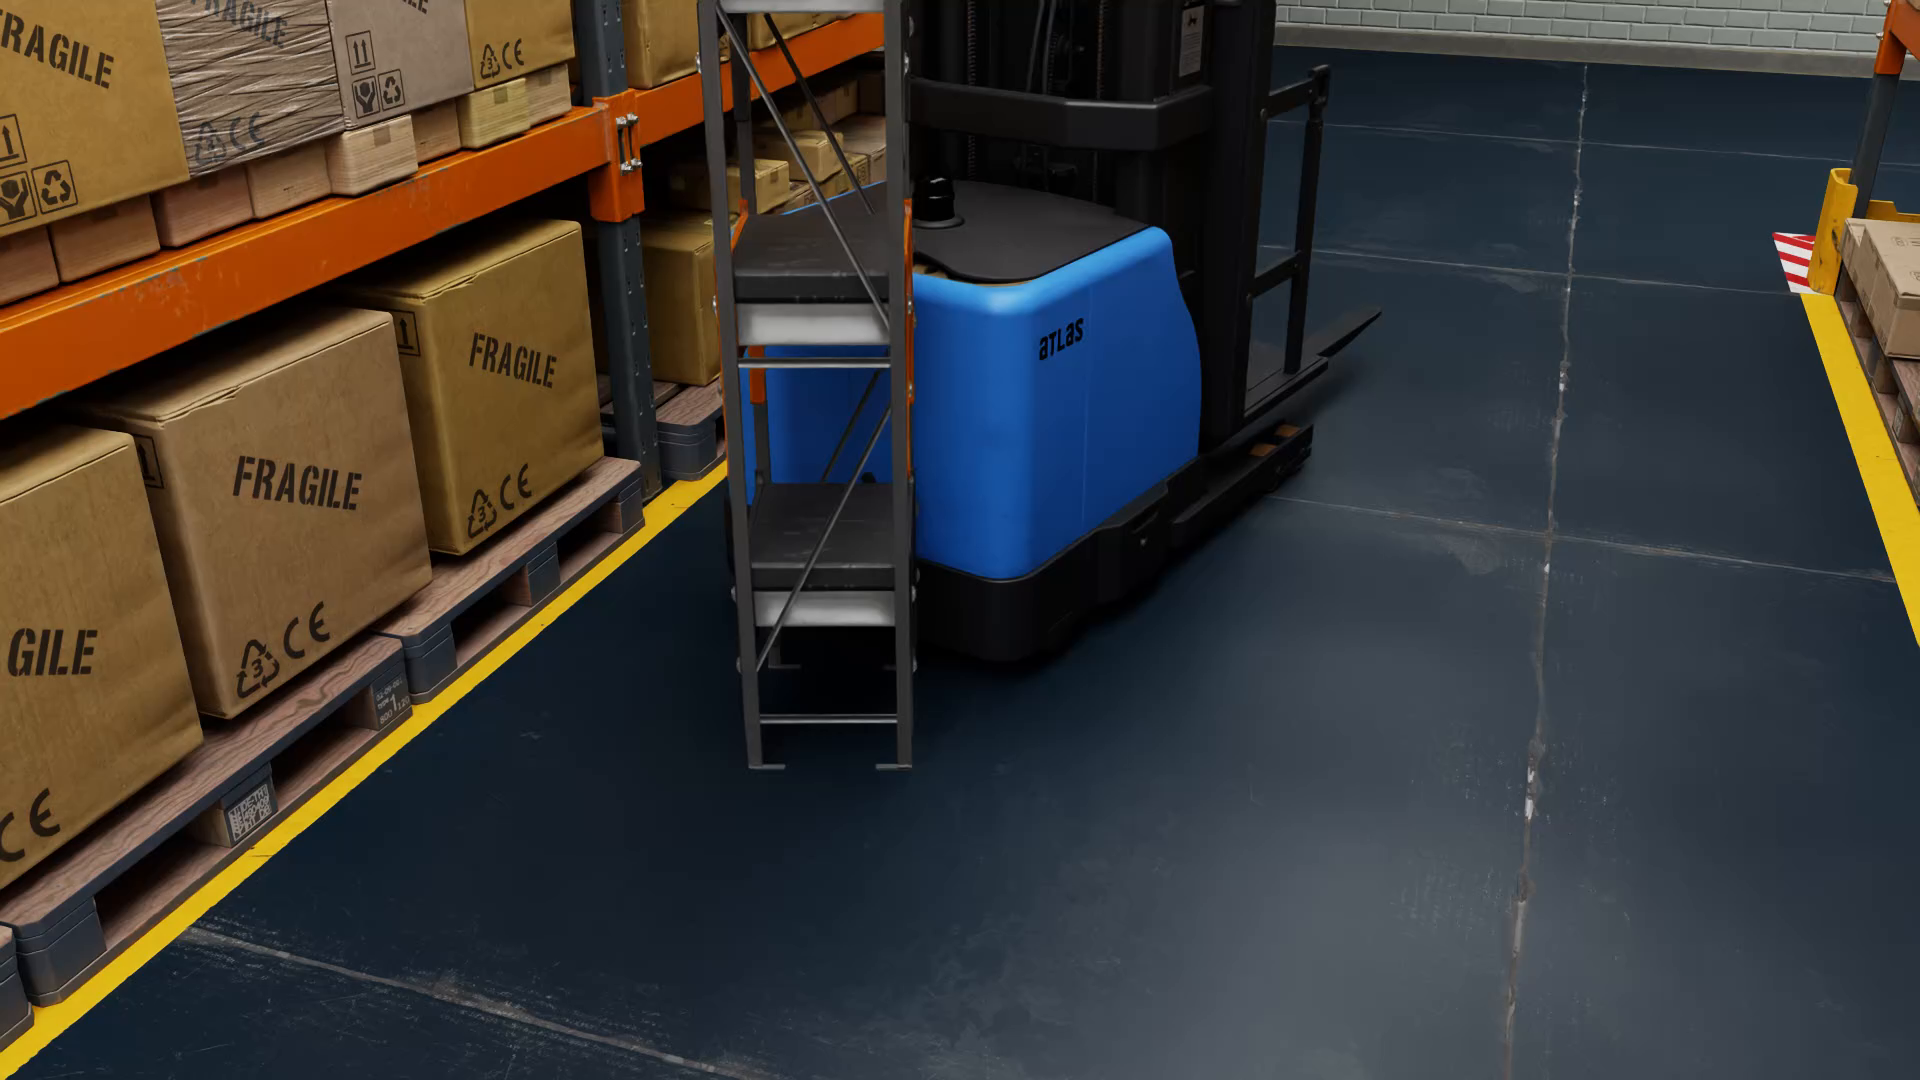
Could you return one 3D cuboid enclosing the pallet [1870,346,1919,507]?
[{"bbox_3d":[3.817,-0.374,5.781,1.003,0.211,1.213,9,27,17],"label":"pallet"}]

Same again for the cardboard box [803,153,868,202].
[{"bbox_3d":[-0.801,-1.334,6.950,0.700,0.500,0.500,9,27,19],"label":"cardboard box"}]

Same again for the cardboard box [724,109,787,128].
[{"bbox_3d":[-0.949,-1.714,6.990,0.380,0.149,0.250,8,27,17],"label":"cardboard box"}]

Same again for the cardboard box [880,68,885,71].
[{"bbox_3d":[-0.168,-2.180,7.952,0.380,0.149,0.250,8,27,17],"label":"cardboard box"}]

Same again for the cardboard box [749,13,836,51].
[{"bbox_3d":[-1.046,-2.216,6.041,0.980,0.700,0.700,8,27,16],"label":"cardboard box"}]

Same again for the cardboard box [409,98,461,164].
[{"bbox_3d":[-1.525,-1.070,4.284,0.380,0.149,0.250,10,27,19],"label":"cardboard box"}]

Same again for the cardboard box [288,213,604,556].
[{"bbox_3d":[-1.583,-0.497,4.819,0.750,0.750,0.750,9,27,18],"label":"cardboard box"}]

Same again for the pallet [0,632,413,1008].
[{"bbox_3d":[-2.080,0.525,3.924,1.003,0.211,1.213,9,27,17],"label":"pallet"}]

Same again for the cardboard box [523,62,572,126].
[{"bbox_3d":[-1.335,-1.277,4.711,0.380,0.149,0.250,9,27,18],"label":"cardboard box"}]

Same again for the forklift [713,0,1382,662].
[{"bbox_3d":[0.559,-1.586,5.162,1.130,2.935,3.031,17,30,31],"label":"forklift"}]

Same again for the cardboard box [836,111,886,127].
[{"bbox_3d":[-0.463,-1.761,7.832,0.700,0.500,0.500,9,27,17],"label":"cardboard box"}]

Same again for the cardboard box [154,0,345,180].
[{"bbox_3d":[-1.741,-1.107,3.614,0.500,0.500,0.500,9,27,18],"label":"cardboard box"}]

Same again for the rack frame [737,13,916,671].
[{"bbox_3d":[-0.320,-0.594,4.067,0.400,2.100,0.015,0,26,0],"label":"rack frame"}]

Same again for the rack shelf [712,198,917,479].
[{"bbox_3d":[-0.319,-0.475,3.853,0.431,0.518,0.480,0,26,0],"label":"rack shelf"}]

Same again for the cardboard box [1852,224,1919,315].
[{"bbox_3d":[3.899,-1.061,6.649,0.500,0.250,0.500,9,27,17],"label":"cardboard box"}]

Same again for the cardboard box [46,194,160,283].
[{"bbox_3d":[-1.898,-0.654,3.424,0.380,0.149,0.250,10,27,19],"label":"cardboard box"}]

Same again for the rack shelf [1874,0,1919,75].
[{"bbox_3d":[3.849,-1.343,5.406,1.077,0.370,4.000,9,27,17],"label":"rack shelf"}]

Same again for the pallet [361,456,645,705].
[{"bbox_3d":[-1.675,0.022,4.963,1.003,0.211,1.213,9,27,17],"label":"pallet"}]

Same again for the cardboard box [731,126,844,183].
[{"bbox_3d":[-0.684,-1.538,6.627,0.380,0.149,0.250,8,27,16],"label":"cardboard box"}]

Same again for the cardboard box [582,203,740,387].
[{"bbox_3d":[-1.144,-0.918,6.090,0.700,0.500,0.500,9,27,18],"label":"cardboard box"}]

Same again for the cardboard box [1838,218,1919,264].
[{"bbox_3d":[4.051,-1.281,7.220,0.380,0.149,0.250,9,27,17],"label":"cardboard box"}]

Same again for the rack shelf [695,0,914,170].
[{"bbox_3d":[-0.319,-1.105,3.548,0.431,0.518,0.480,0,26,0],"label":"rack shelf"}]

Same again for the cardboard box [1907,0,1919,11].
[{"bbox_3d":[4.118,-2.389,6.628,0.500,0.500,0.500,9,27,19],"label":"cardboard box"}]

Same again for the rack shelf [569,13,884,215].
[{"bbox_3d":[-0.824,-2.059,6.887,1.077,0.370,4.000,9,27,17],"label":"rack shelf"}]

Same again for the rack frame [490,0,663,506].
[{"bbox_3d":[-1.490,-1.561,5.032,1.000,3.000,0.127,9,27,17],"label":"rack frame"}]

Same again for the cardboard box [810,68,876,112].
[{"bbox_3d":[-0.612,-2.131,7.851,0.380,0.149,0.250,9,27,18],"label":"cardboard box"}]

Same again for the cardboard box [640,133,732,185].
[{"bbox_3d":[-1.119,-1.504,6.556,0.380,0.149,0.250,8,27,16],"label":"cardboard box"}]

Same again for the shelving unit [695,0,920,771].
[{"bbox_3d":[-0.319,-0.488,3.847,0.431,2.100,0.503,0,26,0],"label":"shelving unit"}]

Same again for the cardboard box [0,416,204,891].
[{"bbox_3d":[-2.155,0.219,3.341,0.750,0.750,0.750,9,27,17],"label":"cardboard box"}]

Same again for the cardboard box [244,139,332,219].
[{"bbox_3d":[-1.702,-0.862,3.854,0.380,0.149,0.250,9,27,17],"label":"cardboard box"}]

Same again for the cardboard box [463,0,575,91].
[{"bbox_3d":[-1.405,-1.523,4.474,0.500,0.500,0.500,8,27,17],"label":"cardboard box"}]

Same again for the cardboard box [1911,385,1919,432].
[{"bbox_3d":[3.355,-0.416,5.247,0.500,0.311,0.500,9,27,17],"label":"cardboard box"}]

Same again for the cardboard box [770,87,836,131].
[{"bbox_3d":[-0.780,-1.923,7.423,0.380,0.149,0.250,9,27,18],"label":"cardboard box"}]
